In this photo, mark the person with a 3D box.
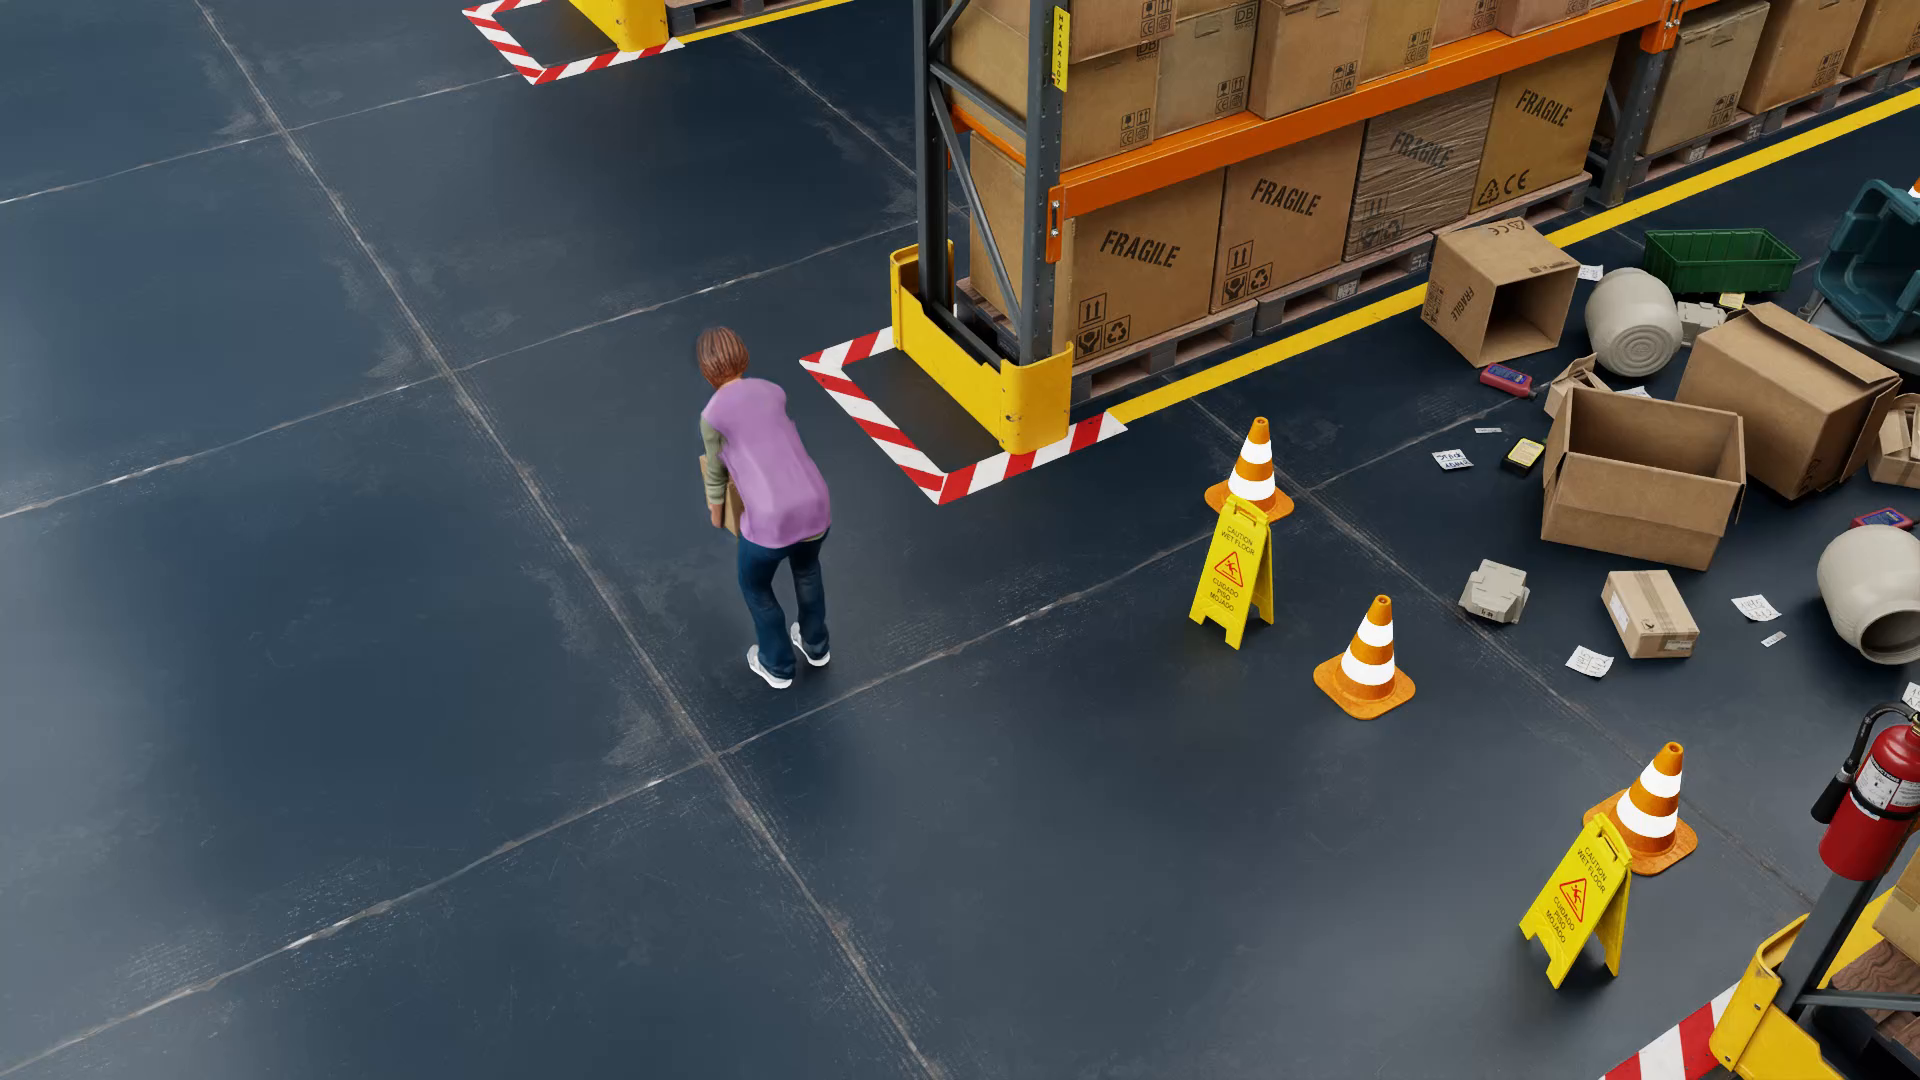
[{"bbox_3d":[-0.710,-0.034,6.391,0.371,1.211,0.498,-24,47,-25],"label":"person"}]
